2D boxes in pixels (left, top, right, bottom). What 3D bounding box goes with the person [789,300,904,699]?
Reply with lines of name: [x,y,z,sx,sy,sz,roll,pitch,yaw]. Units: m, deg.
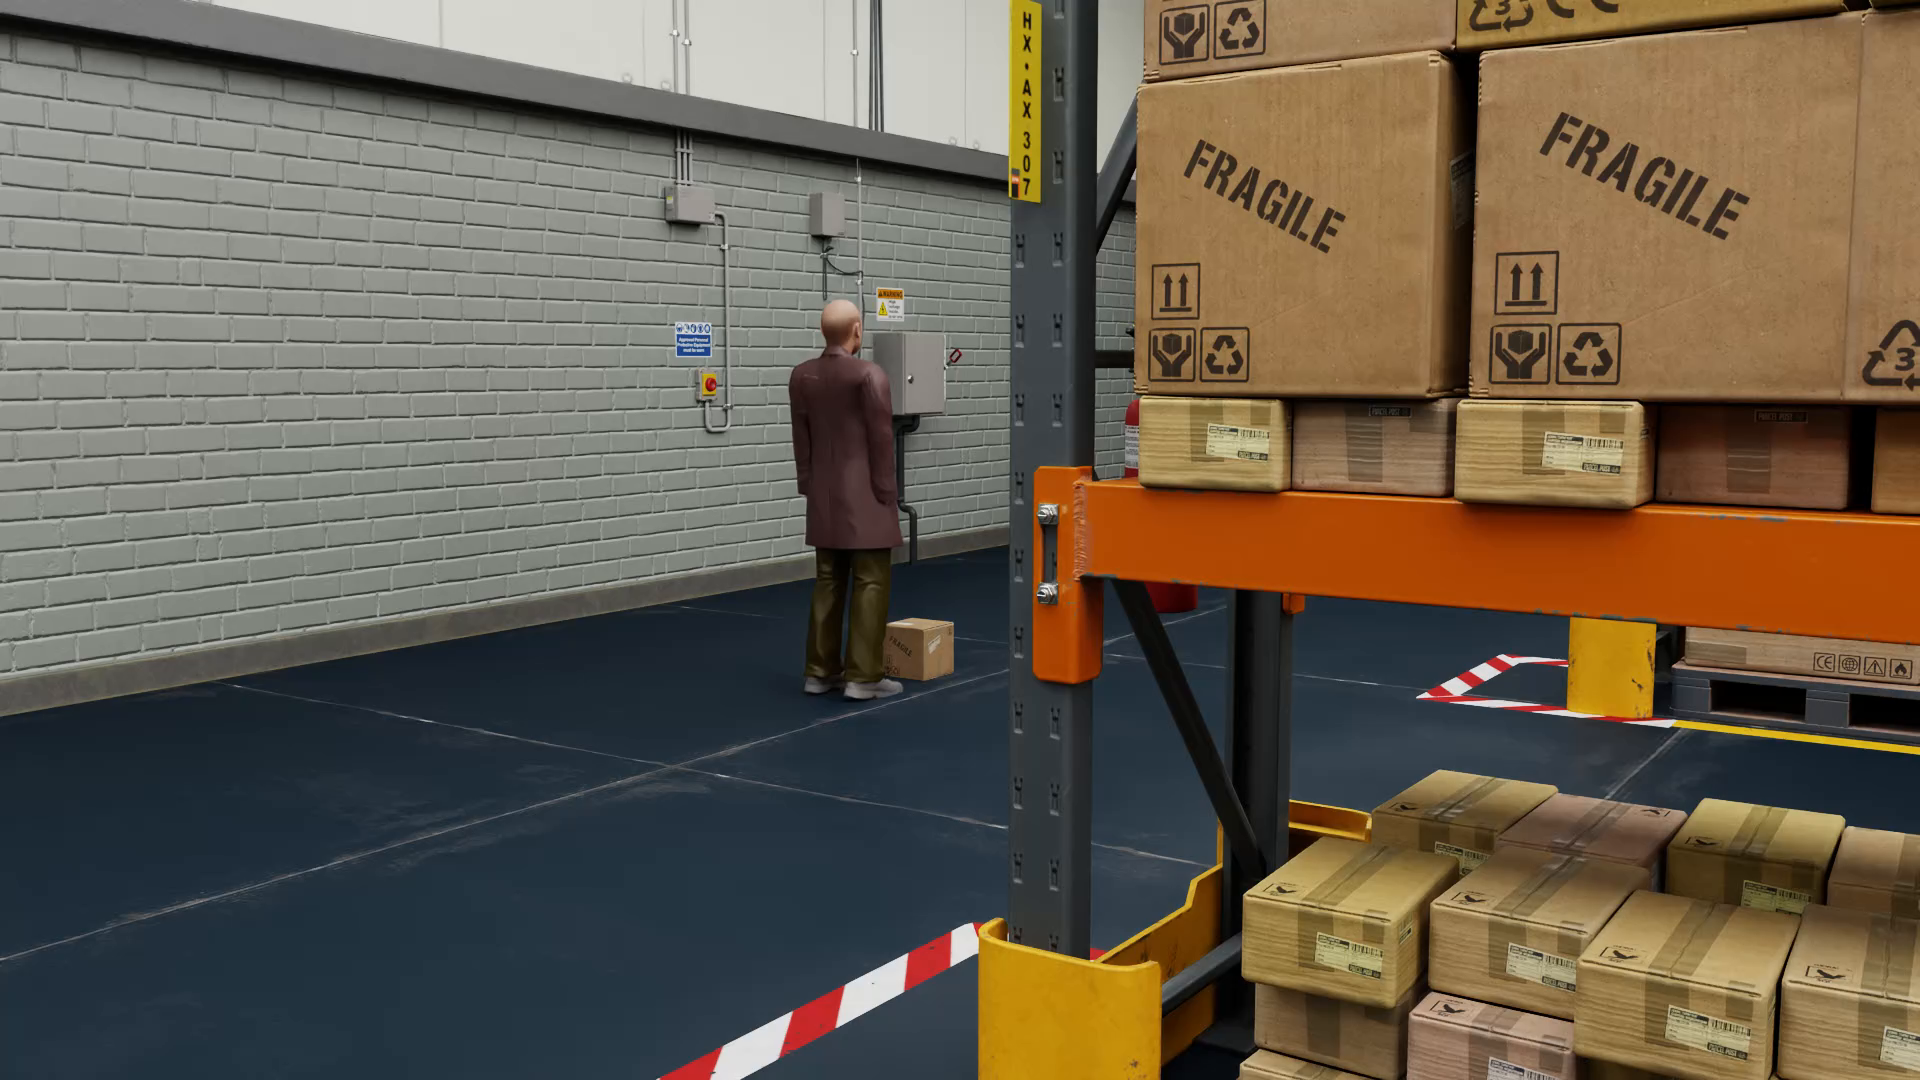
person: [-0.509,-0.179,7.513,0.561,1.793,0.389,4,8,35]
